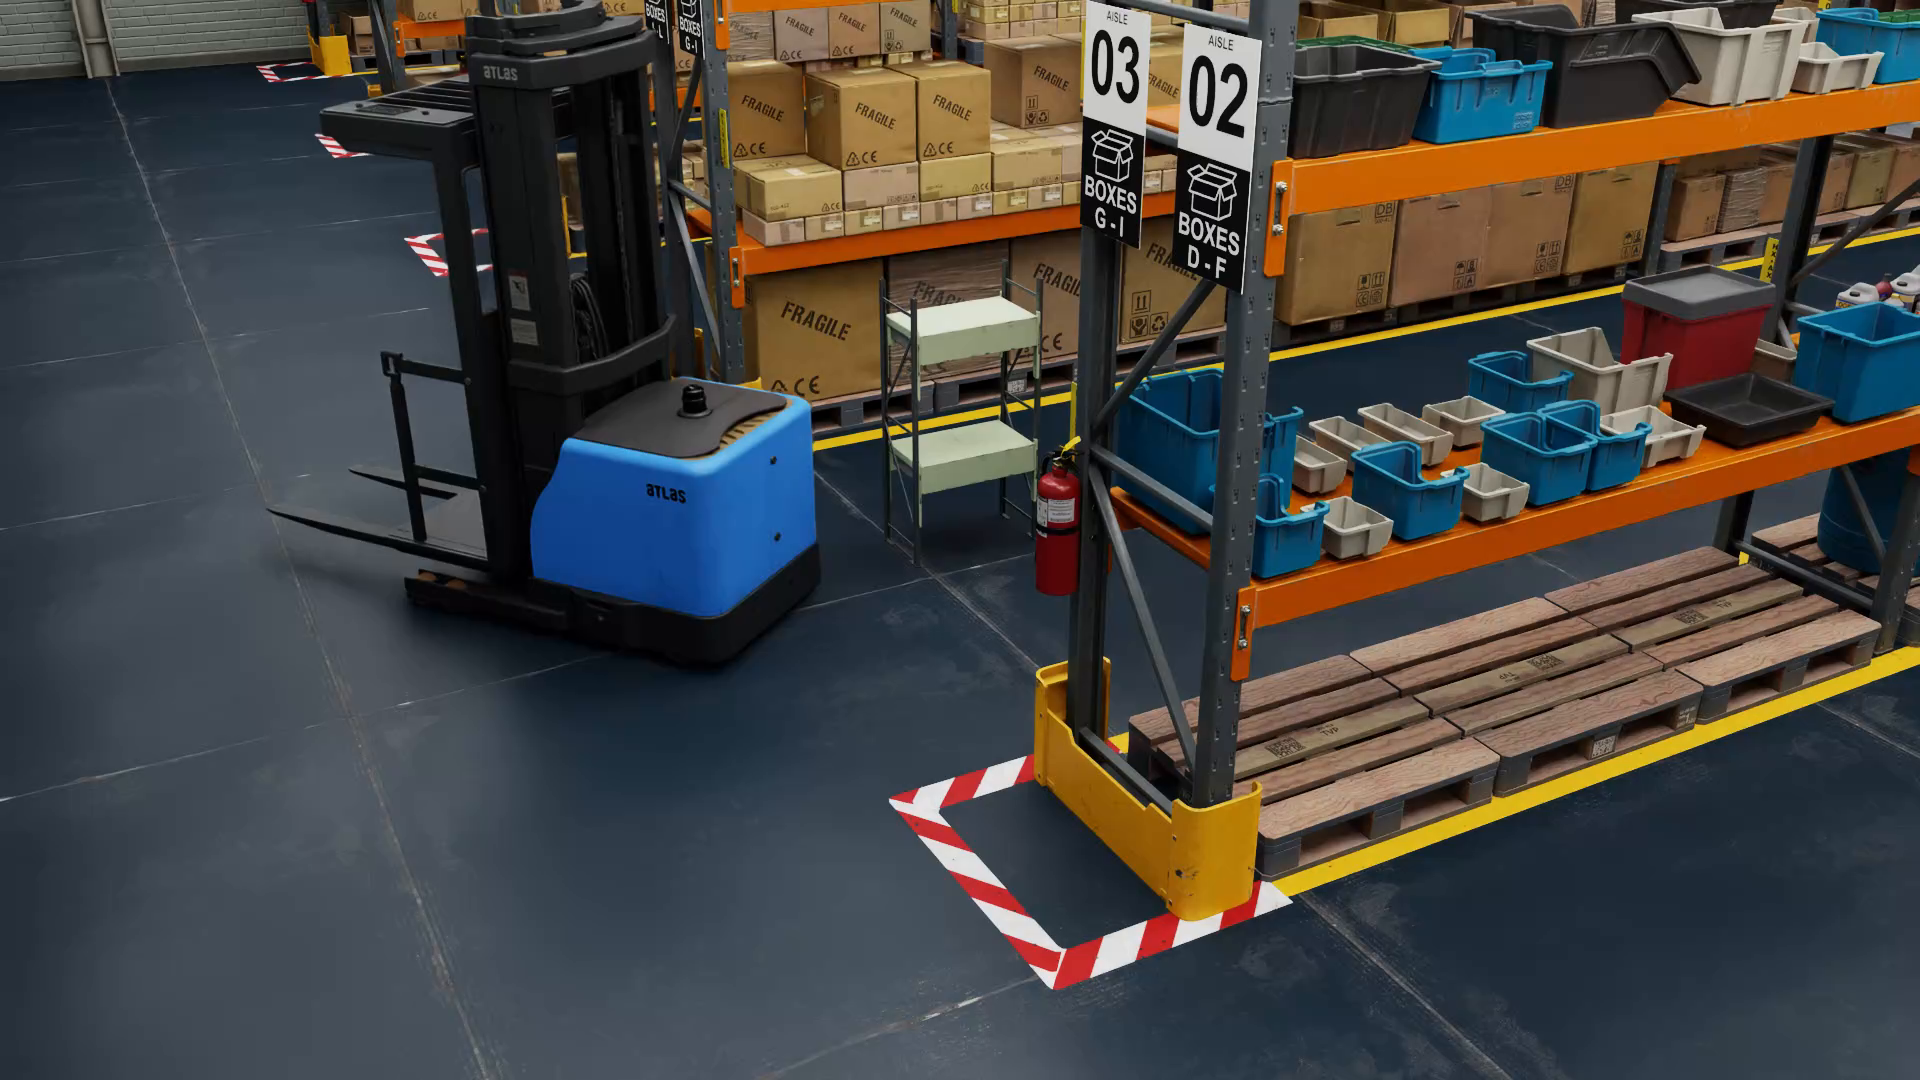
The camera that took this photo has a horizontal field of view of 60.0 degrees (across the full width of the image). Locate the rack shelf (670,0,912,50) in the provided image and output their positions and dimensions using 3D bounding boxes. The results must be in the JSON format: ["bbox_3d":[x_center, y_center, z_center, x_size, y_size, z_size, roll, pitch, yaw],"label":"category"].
[{"bbox_3d":[0.169,-3.501,10.441,4.000,0.370,1.077,-13,29,-25],"label":"rack shelf"}]

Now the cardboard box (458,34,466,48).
[{"bbox_3d":[-6.728,-7.125,23.026,0.500,0.500,0.500,-12,28,-24],"label":"cardboard box"}]

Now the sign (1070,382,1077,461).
[{"bbox_3d":[0.462,-0.454,6.542,0.005,0.325,0.100,-13,29,-25],"label":"sign"}]

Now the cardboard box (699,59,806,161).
[{"bbox_3d":[-1.289,-2.670,10.308,0.500,0.500,0.500,-13,28,-24],"label":"cardboard box"}]

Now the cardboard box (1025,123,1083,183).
[{"bbox_3d":[0.762,-2.546,10.917,0.500,0.250,0.500,-12,28,-24],"label":"cardboard box"}]

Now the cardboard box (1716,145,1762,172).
[{"bbox_3d":[6.504,-3.364,14.304,0.500,0.250,0.500,-10,27,-19],"label":"cardboard box"}]

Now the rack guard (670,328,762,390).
[{"bbox_3d":[-1.617,-0.934,10.617,0.348,0.500,1.175,-13,29,-25],"label":"rack guard"}]

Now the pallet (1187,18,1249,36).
[{"bbox_3d":[2.640,-5.337,17.122,1.003,0.211,1.213,-13,29,-25],"label":"pallet"}]

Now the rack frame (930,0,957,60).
[{"bbox_3d":[-0.311,-4.795,15.771,0.127,3.000,1.000,-13,29,-25],"label":"rack frame"}]

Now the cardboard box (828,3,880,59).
[{"bbox_3d":[-1.064,-4.662,15.036,0.500,0.500,0.500,-14,29,-26],"label":"cardboard box"}]

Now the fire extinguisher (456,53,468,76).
[{"bbox_3d":[-4.280,-3.902,14.432,0.183,0.674,0.296,-13,29,-25],"label":"fire extinguisher"}]

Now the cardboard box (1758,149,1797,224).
[{"bbox_3d":[7.025,-3.146,14.717,0.500,0.500,0.700,-11,28,-21],"label":"cardboard box"}]

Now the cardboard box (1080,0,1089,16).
[{"bbox_3d":[1.174,-5.125,15.920,0.250,0.149,0.380,-12,28,-23],"label":"cardboard box"}]

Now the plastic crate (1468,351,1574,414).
[{"bbox_3d":[2.426,-0.642,7.245,0.300,0.233,0.416,-13,29,-25],"label":"plastic crate"}]

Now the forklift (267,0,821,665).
[{"bbox_3d":[-2.280,-1.143,8.244,3.031,2.935,1.130,12,28,23],"label":"forklift"}]

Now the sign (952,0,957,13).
[{"bbox_3d":[-0.049,-4.979,15.155,0.005,0.325,0.100,-13,29,-25],"label":"sign"}]

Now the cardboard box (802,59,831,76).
[{"bbox_3d":[-1.358,-4.299,15.028,0.250,0.149,0.380,-14,29,-27],"label":"cardboard box"}]

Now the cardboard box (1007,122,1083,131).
[{"bbox_3d":[0.500,-2.744,11.329,0.500,0.250,0.500,-12,28,-24],"label":"cardboard box"}]

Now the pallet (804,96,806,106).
[{"bbox_3d":[-2.084,-5.594,20.657,1.213,0.211,1.003,-13,29,-25],"label":"pallet"}]

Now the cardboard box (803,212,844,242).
[{"bbox_3d":[-0.901,-1.951,10.139,0.250,0.149,0.380,-13,29,-26],"label":"cardboard box"}]

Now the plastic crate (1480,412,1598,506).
[{"bbox_3d":[2.270,-0.318,6.571,0.300,0.233,0.416,-13,29,-25],"label":"plastic crate"}]

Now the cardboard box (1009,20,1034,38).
[{"bbox_3d":[0.495,-4.834,15.658,0.250,0.149,0.380,-13,28,-24],"label":"cardboard box"}]

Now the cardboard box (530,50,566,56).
[{"bbox_3d":[-3.314,-4.145,13.959,0.500,0.500,0.500,-12,28,-23],"label":"cardboard box"}]

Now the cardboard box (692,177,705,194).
[{"bbox_3d":[-2.348,-3.246,15.010,0.250,0.149,0.380,-14,29,-28],"label":"cardboard box"}]

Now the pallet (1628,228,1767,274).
[{"bbox_3d":[6.153,-2.596,14.414,1.213,0.211,1.003,-13,29,-25],"label":"pallet"}]

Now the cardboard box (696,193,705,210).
[{"bbox_3d":[-2.362,-3.105,15.060,0.250,0.149,0.380,-13,29,-25],"label":"cardboard box"}]

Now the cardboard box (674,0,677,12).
[{"bbox_3d":[-2.408,-4.803,14.173,0.500,0.500,0.500,-14,29,-26],"label":"cardboard box"}]

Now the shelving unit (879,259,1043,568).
[{"bbox_3d":[0.006,-0.677,8.928,0.755,1.500,0.431,-13,29,-25],"label":"shelving unit"}]

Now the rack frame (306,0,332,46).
[{"bbox_3d":[-8.598,-7.745,21.916,0.127,3.000,1.000,-13,29,-25],"label":"rack frame"}]

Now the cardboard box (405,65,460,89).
[{"bbox_3d":[-5.724,-5.057,18.792,0.875,0.438,0.875,-14,29,-27],"label":"cardboard box"}]

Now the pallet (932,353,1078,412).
[{"bbox_3d":[0.148,-1.248,11.605,1.213,0.211,1.003,-13,29,-25],"label":"pallet"}]

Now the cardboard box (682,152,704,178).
[{"bbox_3d":[-2.320,-3.369,14.923,0.250,0.149,0.380,-12,28,-23],"label":"cardboard box"}]

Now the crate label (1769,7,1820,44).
[{"bbox_3d":[3.697,-2.233,7.273,0.466,0.136,0.293,-13,29,-25],"label":"crate label"}]

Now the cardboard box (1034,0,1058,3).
[{"bbox_3d":[0.724,-5.154,15.637,0.250,0.149,0.380,-13,28,-25],"label":"cardboard box"}]

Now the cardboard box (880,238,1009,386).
[{"bbox_3d":[-0.266,-1.643,11.176,0.875,0.875,0.875,-13,29,-25],"label":"cardboard box"}]

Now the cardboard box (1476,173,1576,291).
[{"bbox_3d":[4.054,-2.615,13.201,0.875,0.875,1.225,-13,29,-25],"label":"cardboard box"}]

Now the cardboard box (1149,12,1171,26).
[{"bbox_3d":[1.865,-5.150,16.317,0.250,0.149,0.380,-12,28,-24],"label":"cardboard box"}]

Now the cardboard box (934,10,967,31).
[{"bbox_3d":[-0.054,-5.027,16.061,0.250,0.149,0.380,-14,29,-26],"label":"cardboard box"}]

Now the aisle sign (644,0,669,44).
[{"bbox_3d":[-1.800,-3.337,9.732,0.004,0.787,0.394,-13,29,-25],"label":"aisle sign"}]

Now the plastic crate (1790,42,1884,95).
[{"bbox_3d":[3.321,-1.817,6.409,0.466,0.136,0.293,-13,29,-25],"label":"plastic crate"}]

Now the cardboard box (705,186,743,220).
[{"bbox_3d":[-1.436,-2.150,10.554,0.250,0.149,0.380,-12,28,-24],"label":"cardboard box"}]

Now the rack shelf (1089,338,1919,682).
[{"bbox_3d":[2.500,-0.257,7.151,4.000,0.370,1.077,-13,29,-25],"label":"rack shelf"}]

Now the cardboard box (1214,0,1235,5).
[{"bbox_3d":[2.531,-5.436,16.567,0.250,0.149,0.380,-12,28,-24],"label":"cardboard box"}]

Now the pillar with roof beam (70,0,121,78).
[{"bbox_3d":[-9.375,-8.600,16.766,0.400,9.000,9.100,-13,29,-25],"label":"pillar with roof beam"}]

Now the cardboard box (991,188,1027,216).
[{"bbox_3d":[0.229,-2.212,10.682,0.250,0.149,0.380,-14,29,-26],"label":"cardboard box"}]

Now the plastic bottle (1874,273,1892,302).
[{"bbox_3d":[4.643,-1.204,8.427,0.133,0.283,0.061,-13,29,-25],"label":"plastic bottle"}]

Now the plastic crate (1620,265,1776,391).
[{"bbox_3d":[3.359,-0.958,7.637,0.583,0.464,0.402,-13,29,-25],"label":"plastic crate"}]

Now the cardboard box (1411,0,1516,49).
[{"bbox_3d":[3.646,-3.779,12.380,0.637,0.503,0.797,-12,28,-23],"label":"cardboard box"}]

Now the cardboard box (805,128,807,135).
[{"bbox_3d":[-1.403,-3.811,15.842,0.250,0.149,0.380,-14,29,-26],"label":"cardboard box"}]
